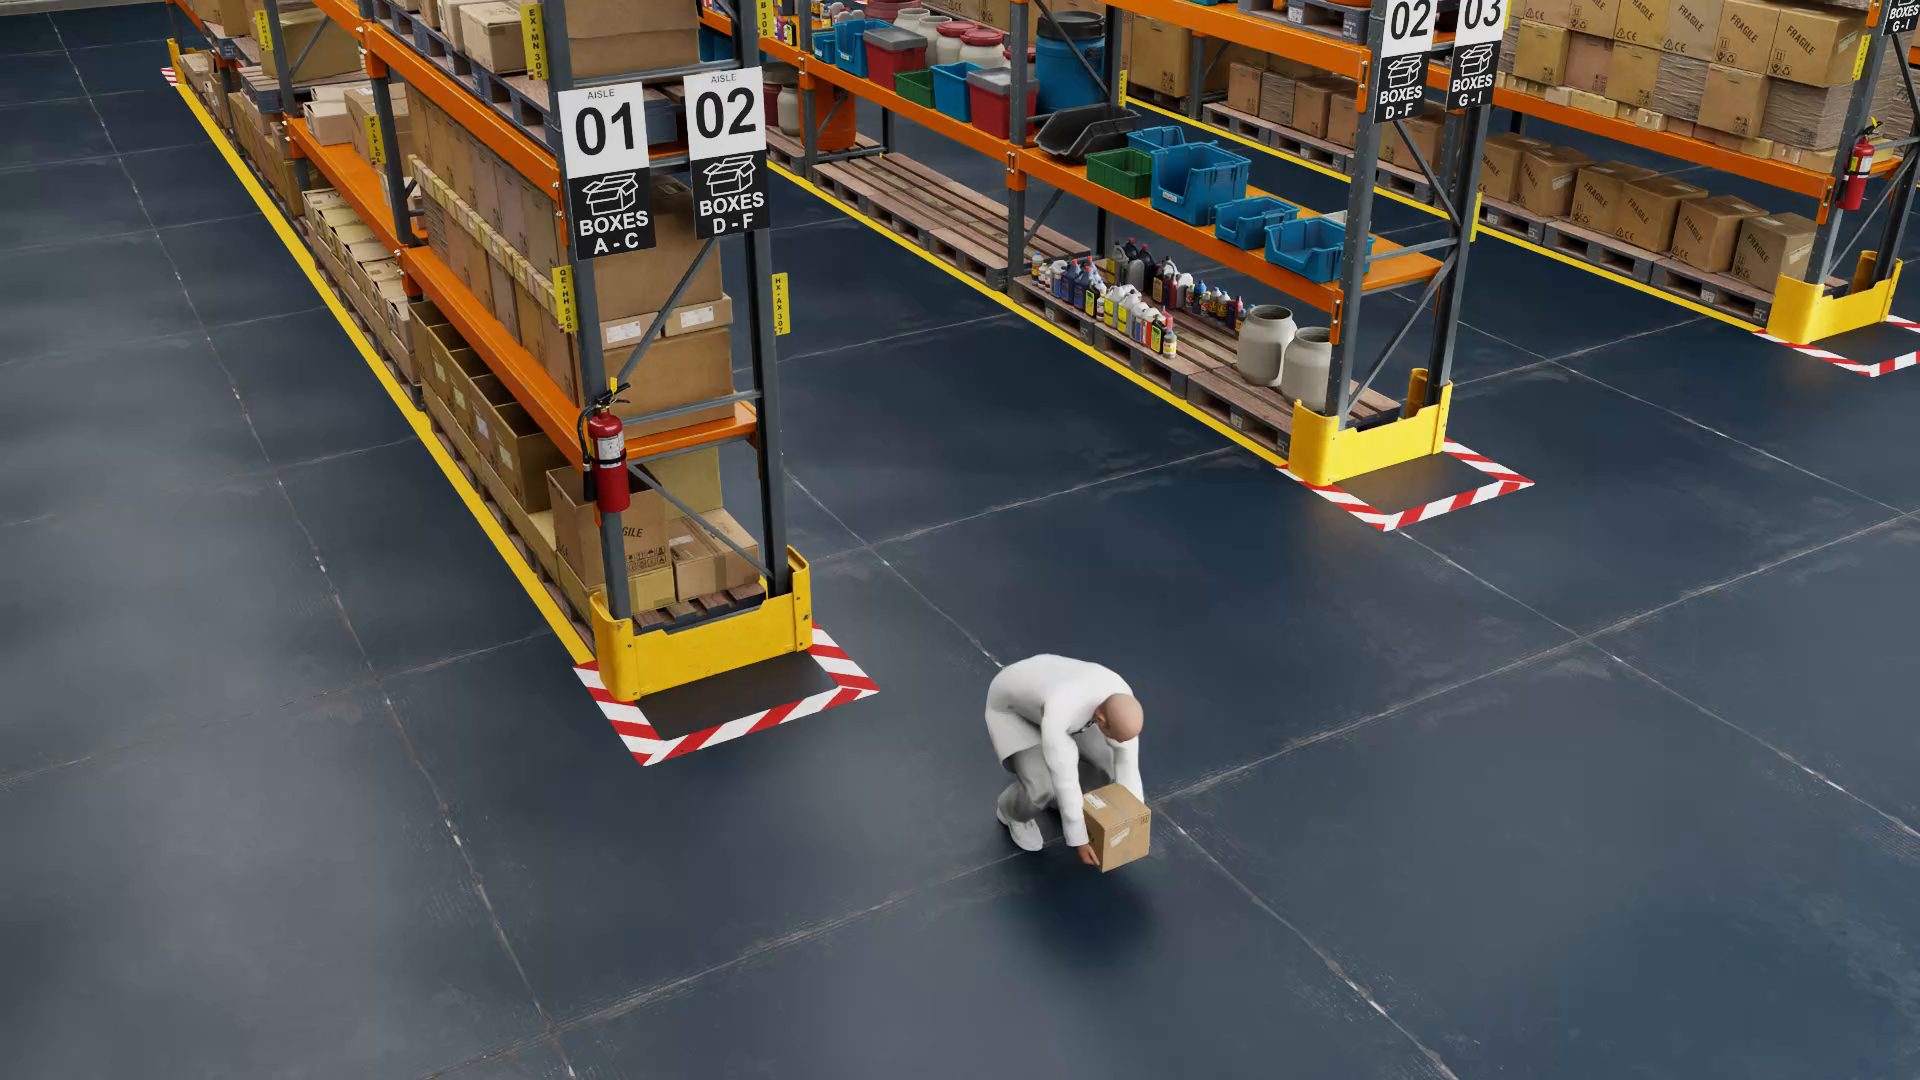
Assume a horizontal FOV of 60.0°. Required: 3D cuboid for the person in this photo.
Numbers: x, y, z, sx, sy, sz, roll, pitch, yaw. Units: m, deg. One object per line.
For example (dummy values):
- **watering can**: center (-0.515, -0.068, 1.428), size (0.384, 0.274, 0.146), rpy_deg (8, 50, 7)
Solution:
- **person**: center (0.485, 0.979, 7.600), size (0.591, 1.004, 0.938), rpy_deg (-17, 33, -28)
